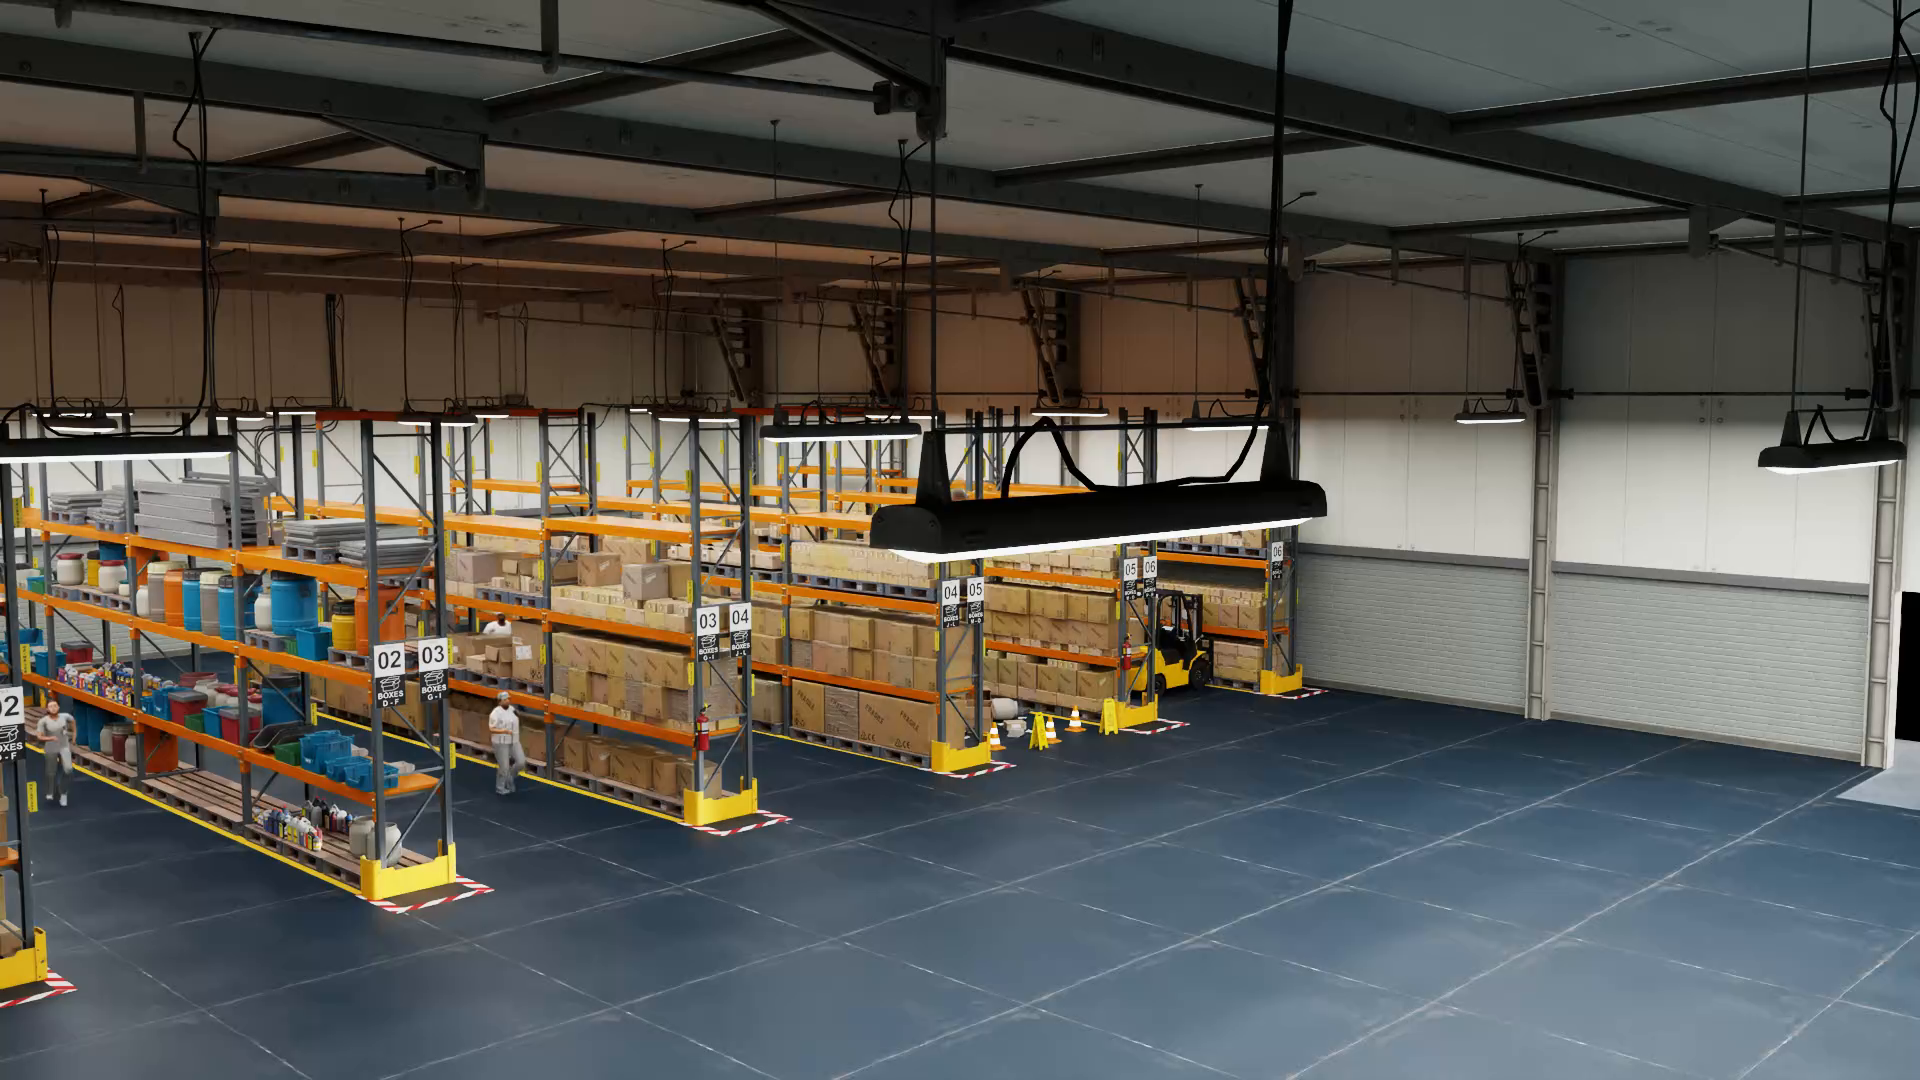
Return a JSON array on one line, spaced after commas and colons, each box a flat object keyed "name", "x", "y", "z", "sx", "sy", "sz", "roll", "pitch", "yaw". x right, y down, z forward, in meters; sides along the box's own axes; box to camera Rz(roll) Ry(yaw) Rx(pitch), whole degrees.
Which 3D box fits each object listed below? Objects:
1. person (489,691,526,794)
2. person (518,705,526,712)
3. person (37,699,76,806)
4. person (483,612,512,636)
[{"name": "person", "x": -7.093, "y": 3.197, "z": 26.143, "sx": 0.576, "sy": 1.638, "sz": 0.591, "roll": 4, "pitch": 7, "yaw": 41}, {"name": "person", "x": -8.676, "y": 2.686, "z": 32.355, "sx": 0.812, "sy": 1.596, "sz": 0.538, "roll": 4, "pitch": 6, "yaw": 37}, {"name": "person", "x": -13.820, "y": 3.240, "z": 25.476, "sx": 0.571, "sy": 1.660, "sz": 0.841, "roll": -4, "pitch": 6, "yaw": -36}, {"name": "person", "x": -9.725, "y": 2.326, "z": 35.409, "sx": 0.600, "sy": 1.728, "sz": 0.677, "roll": 5, "pitch": 7, "yaw": 43}]
